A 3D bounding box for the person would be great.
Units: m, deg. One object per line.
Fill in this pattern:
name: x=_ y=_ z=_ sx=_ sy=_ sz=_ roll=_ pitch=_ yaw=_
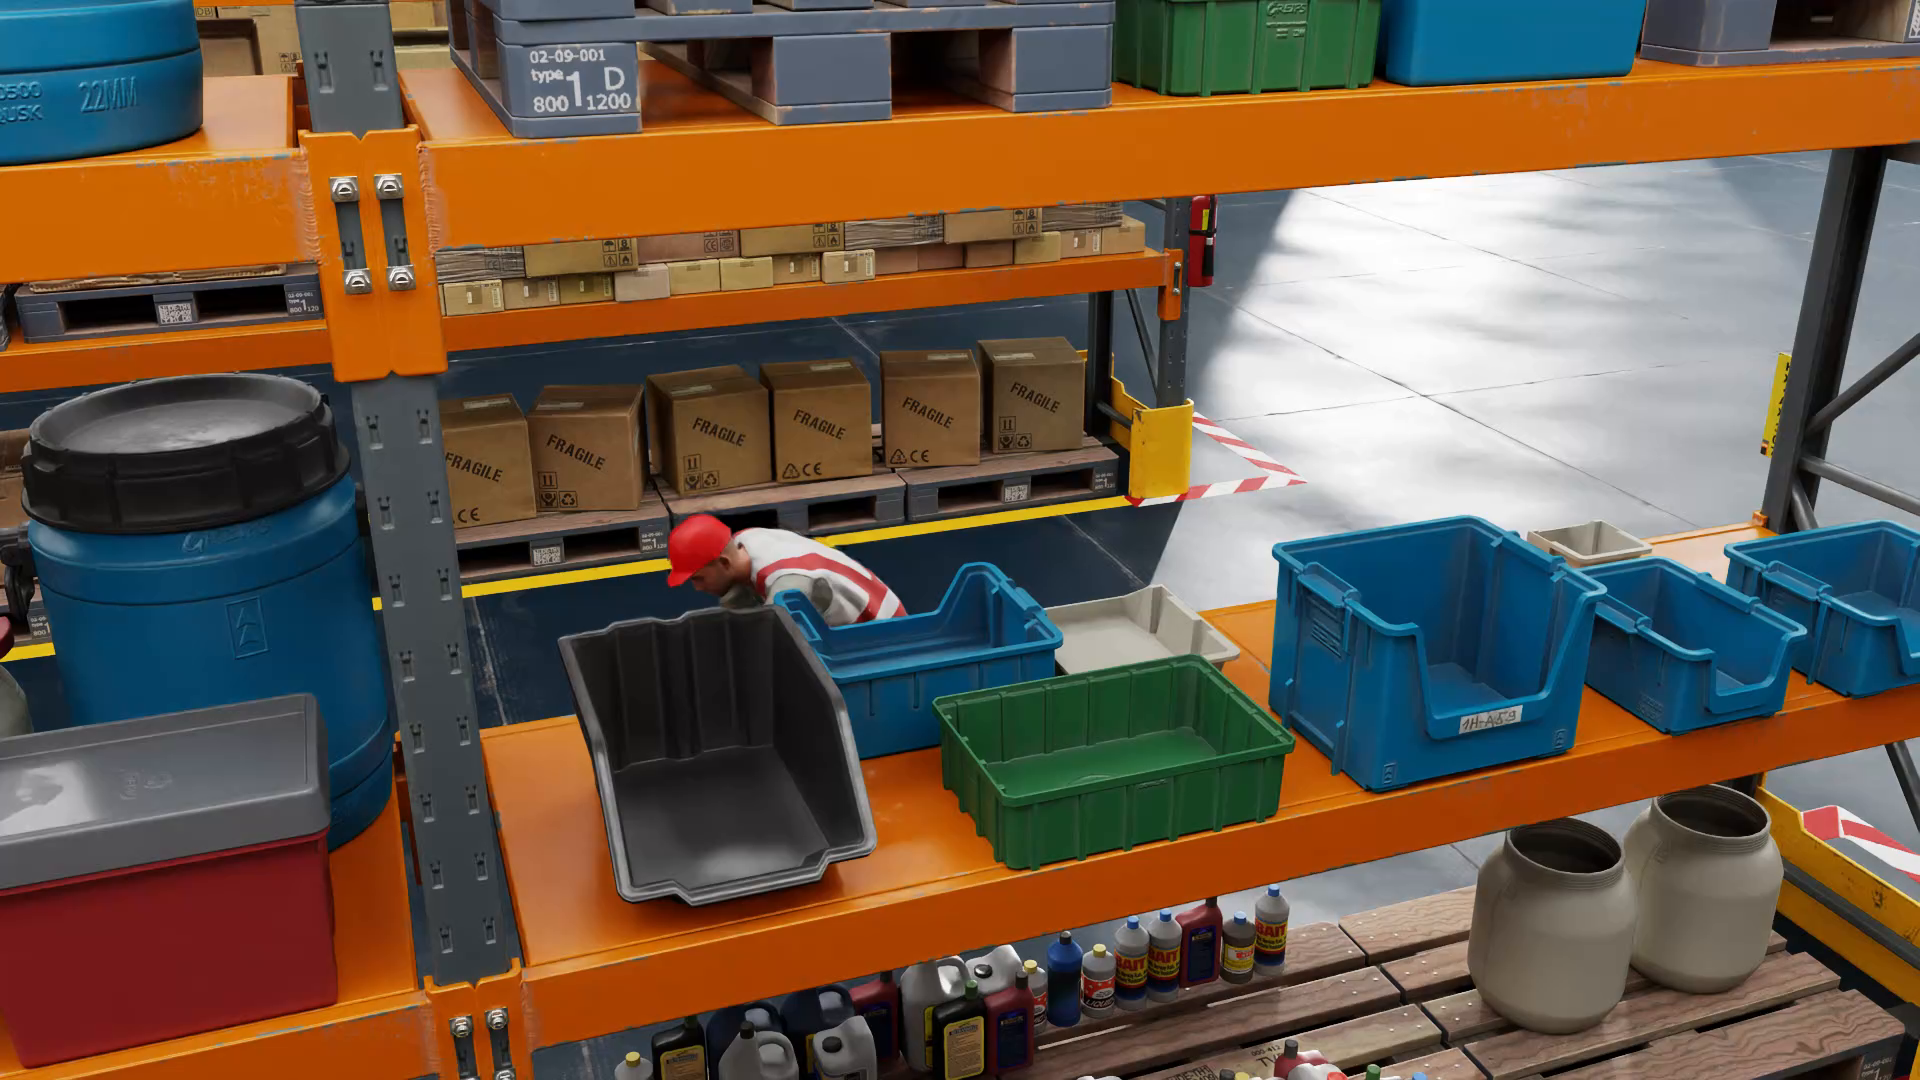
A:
person: x=-0.589 y=0.416 z=5.862 sx=0.852 sy=1.172 sz=0.580 roll=-8 pitch=24 yaw=-19
